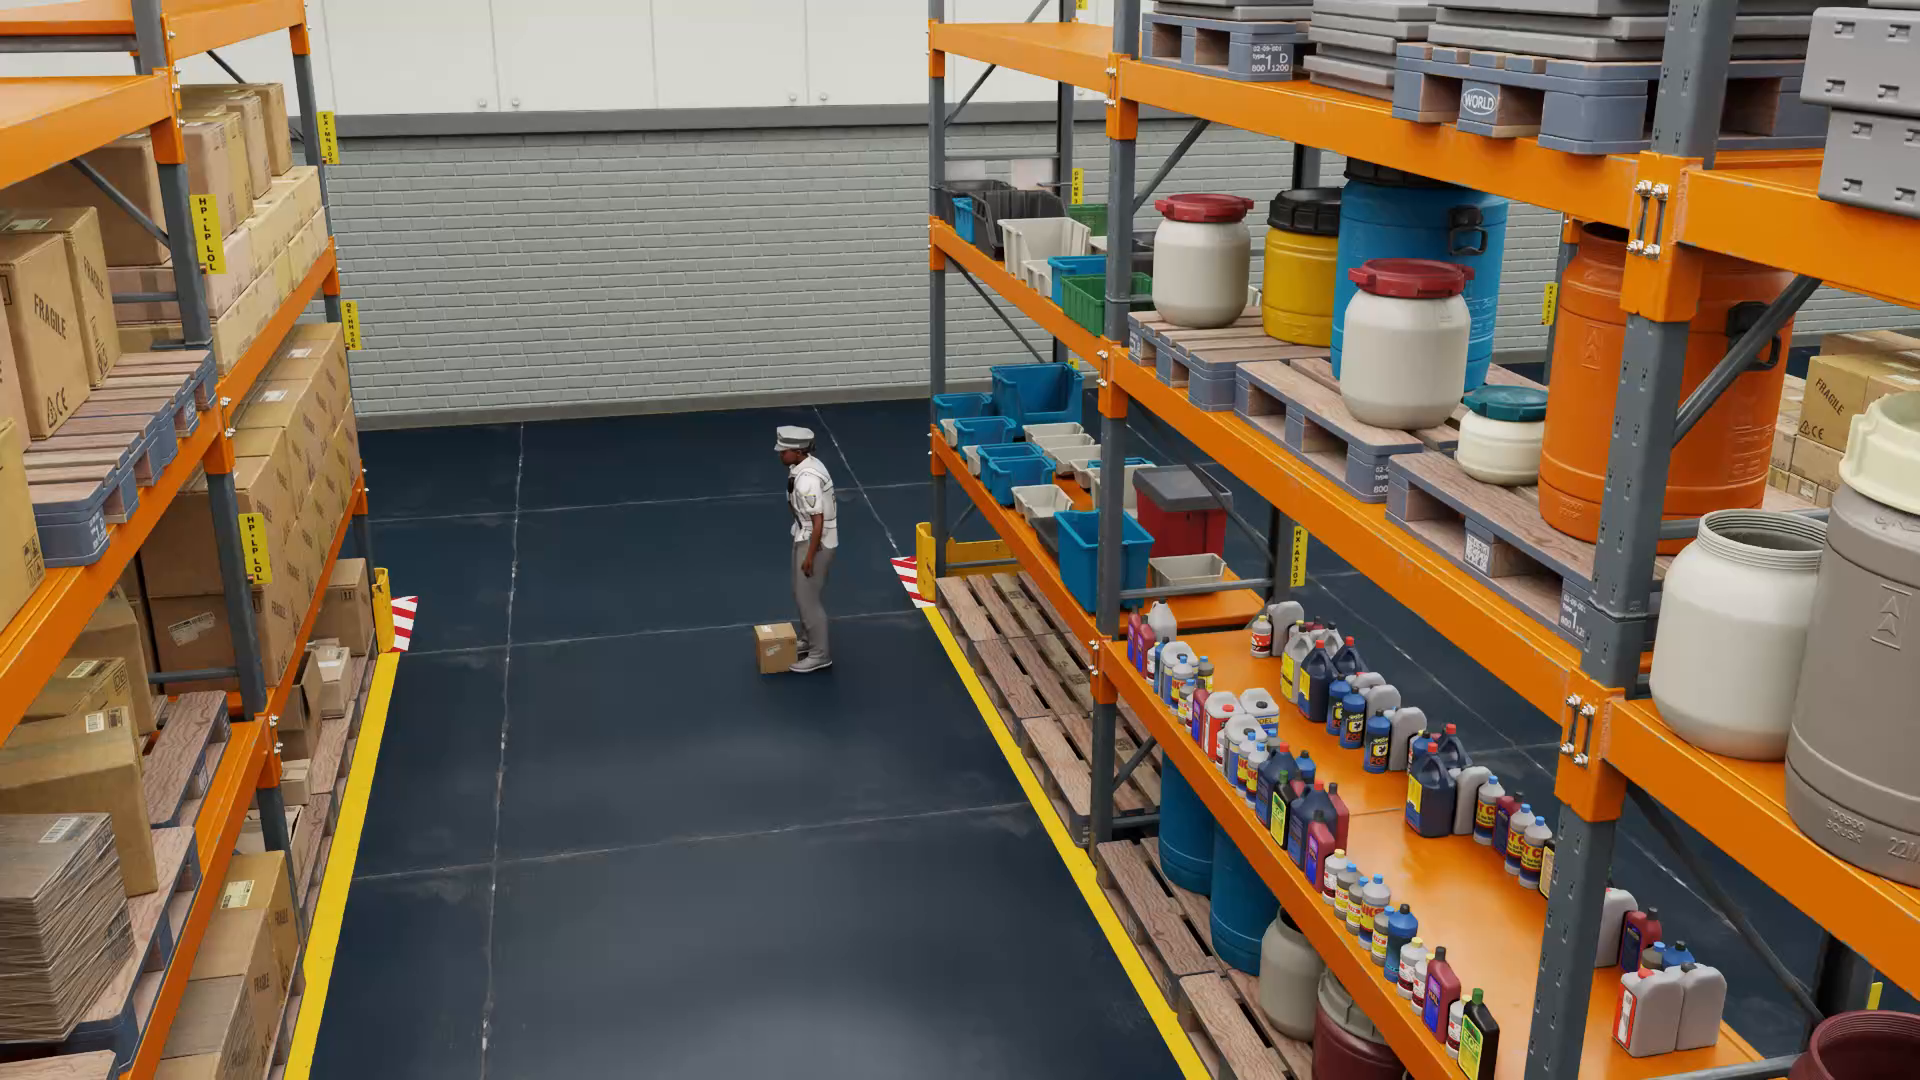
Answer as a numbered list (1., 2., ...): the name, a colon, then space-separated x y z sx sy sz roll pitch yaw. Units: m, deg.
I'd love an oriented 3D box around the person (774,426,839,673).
1. person: -1.012 0.044 11.041 0.397 1.656 0.503 -5 20 -12
